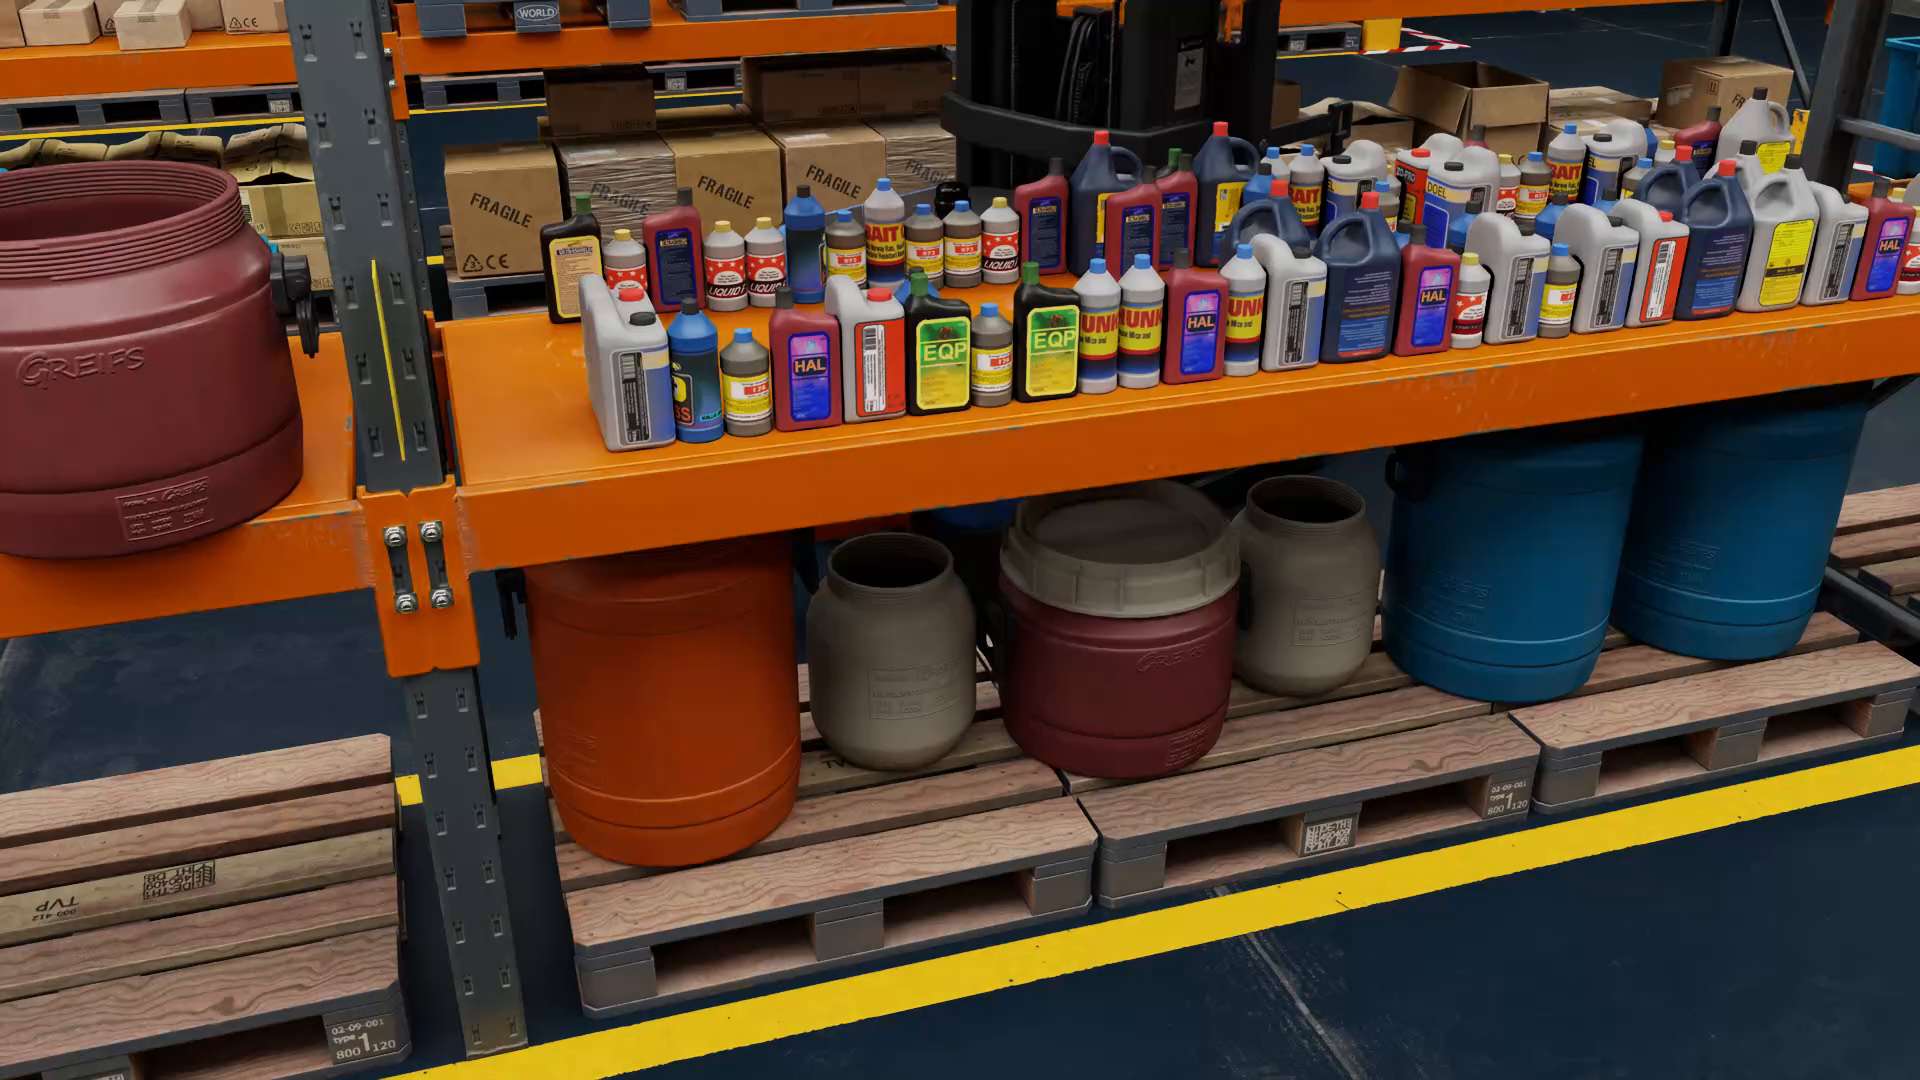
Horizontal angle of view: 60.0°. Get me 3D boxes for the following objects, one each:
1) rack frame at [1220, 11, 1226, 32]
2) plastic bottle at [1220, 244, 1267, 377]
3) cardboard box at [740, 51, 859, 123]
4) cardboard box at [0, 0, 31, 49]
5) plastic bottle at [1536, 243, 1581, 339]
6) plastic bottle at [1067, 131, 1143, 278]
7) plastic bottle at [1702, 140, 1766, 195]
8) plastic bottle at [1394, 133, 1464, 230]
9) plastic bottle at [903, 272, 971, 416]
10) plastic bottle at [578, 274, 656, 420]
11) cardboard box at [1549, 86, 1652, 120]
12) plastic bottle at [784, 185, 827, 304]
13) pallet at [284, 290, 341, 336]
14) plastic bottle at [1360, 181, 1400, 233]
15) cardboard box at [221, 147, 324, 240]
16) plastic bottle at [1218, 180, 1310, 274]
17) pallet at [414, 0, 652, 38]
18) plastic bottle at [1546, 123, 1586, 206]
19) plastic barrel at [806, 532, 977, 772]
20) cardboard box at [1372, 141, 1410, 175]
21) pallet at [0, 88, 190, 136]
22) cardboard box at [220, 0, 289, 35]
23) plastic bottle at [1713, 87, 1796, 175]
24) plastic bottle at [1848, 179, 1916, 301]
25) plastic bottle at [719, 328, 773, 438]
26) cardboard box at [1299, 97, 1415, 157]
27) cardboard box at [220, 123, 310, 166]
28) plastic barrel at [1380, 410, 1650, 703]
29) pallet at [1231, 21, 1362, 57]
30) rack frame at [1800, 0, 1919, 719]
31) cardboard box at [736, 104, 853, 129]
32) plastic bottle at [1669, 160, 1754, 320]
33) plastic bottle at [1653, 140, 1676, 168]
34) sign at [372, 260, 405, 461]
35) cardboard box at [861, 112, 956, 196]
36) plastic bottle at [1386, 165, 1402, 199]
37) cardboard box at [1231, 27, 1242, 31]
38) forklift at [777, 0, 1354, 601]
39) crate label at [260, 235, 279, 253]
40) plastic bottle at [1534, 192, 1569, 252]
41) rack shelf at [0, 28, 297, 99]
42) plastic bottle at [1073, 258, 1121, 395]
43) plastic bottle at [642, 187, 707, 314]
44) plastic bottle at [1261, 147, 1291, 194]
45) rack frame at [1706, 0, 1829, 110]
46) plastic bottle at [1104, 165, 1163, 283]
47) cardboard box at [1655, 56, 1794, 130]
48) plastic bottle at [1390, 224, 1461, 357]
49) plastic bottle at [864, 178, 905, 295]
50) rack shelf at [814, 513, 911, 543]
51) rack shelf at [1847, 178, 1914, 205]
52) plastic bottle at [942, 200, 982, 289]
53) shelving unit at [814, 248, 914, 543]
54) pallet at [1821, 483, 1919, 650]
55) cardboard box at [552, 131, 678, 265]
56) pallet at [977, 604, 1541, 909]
[{"bbox_3d":[1.135,-3.104,8.629,0.127,3.000,1.000,-8,28,-16],"label":"rack frame"},{"bbox_3d":[0.590,-0.487,3.503,0.097,0.271,0.097,0,26,0],"label":"plastic bottle"},{"bbox_3d":[-0.828,-2.347,8.577,0.500,0.250,0.500,-9,28,-17],"label":"cardboard box"},{"bbox_3d":[-4.259,-2.360,7.018,0.500,0.500,0.500,-10,28,-19],"label":"cardboard box"},{"bbox_3d":[1.334,-0.563,3.735,0.097,0.201,0.097,0,26,0],"label":"plastic bottle"},{"bbox_3d":[0.366,-0.834,4.112,0.185,0.351,0.144,-8,28,-16],"label":"plastic bottle"},{"bbox_3d":[1.848,-0.783,4.010,0.185,0.351,0.144,-8,28,-16],"label":"plastic bottle"},{"bbox_3d":[1.227,-0.924,4.376,0.135,0.276,0.152,-8,28,-16],"label":"plastic bottle"},{"bbox_3d":[-0.045,-0.392,3.297,0.133,0.283,0.061,-8,28,-16],"label":"plastic bottle"},{"bbox_3d":[-0.674,-0.390,3.302,0.135,0.276,0.152,-8,28,-16],"label":"plastic bottle"},{"bbox_3d":[3.858,-2.597,10.204,0.500,0.250,0.500,-8,28,-16],"label":"cardboard box"},{"bbox_3d":[-0.366,-0.704,3.939,0.097,0.271,0.097,0,26,0],"label":"plastic bottle"},{"bbox_3d":[-3.463,-1.207,7.945,1.213,0.211,1.003,-8,28,-16],"label":"pallet"},{"bbox_3d":[1.063,-0.808,4.228,0.097,0.201,0.097,0,26,0],"label":"plastic bottle"},{"bbox_3d":[-3.090,-1.585,7.558,0.500,0.311,0.500,-8,27,-15],"label":"cardboard box"},{"bbox_3d":[0.670,-0.616,3.674,0.185,0.351,0.144,-8,28,-16],"label":"plastic bottle"},{"bbox_3d":[-2.046,-2.590,7.810,1.003,0.211,1.213,-8,28,-16],"label":"pallet"},{"bbox_3d":[1.641,-0.994,4.524,0.097,0.271,0.097,0,26,0],"label":"plastic bottle"},{"bbox_3d":[-0.169,0.278,4.143,0.421,0.512,0.421,0,26,0],"label":"plastic barrel"},{"bbox_3d":[2.421,-2.122,9.342,0.250,0.166,0.380,-8,28,-16],"label":"cardboard box"},{"bbox_3d":[-6.107,-3.125,11.807,1.213,0.211,1.003,-8,28,-16],"label":"pallet"},{"bbox_3d":[-3.028,-2.482,7.476,0.500,0.311,0.500,-7,27,-13],"label":"cardboard box"},{"bbox_3d":[2.192,-1.070,4.588,0.185,0.351,0.144,-8,28,-16],"label":"plastic bottle"},{"bbox_3d":[2.185,-0.715,3.948,0.133,0.283,0.061,-8,28,-16],"label":"plastic bottle"},{"bbox_3d":[-0.415,-0.310,3.225,0.097,0.201,0.097,0,26,0],"label":"plastic bottle"},{"bbox_3d":[2.302,-2.399,9.737,0.500,0.311,0.500,-8,28,-16],"label":"cardboard box"},{"bbox_3d":[-3.257,-1.813,8.018,0.500,0.311,0.500,-7,27,-14],"label":"cardboard box"},{"bbox_3d":[1.470,-0.092,4.450,0.708,0.901,0.600,-8,28,-16],"label":"plastic barrel"},{"bbox_3d":[2.665,-4.357,14.288,1.213,0.211,1.003,-8,28,-16],"label":"pallet"},{"bbox_3d":[2.665,-1.009,4.410,0.127,3.000,1.000,-8,28,-16],"label":"rack frame"},{"bbox_3d":[-0.863,-2.005,8.731,0.500,0.500,0.500,-9,28,-18],"label":"cardboard box"},{"bbox_3d":[1.717,-0.697,3.836,0.185,0.351,0.144,-8,28,-16],"label":"plastic bottle"},{"bbox_3d":[1.954,-1.008,4.631,0.097,0.201,0.097,0,26,0],"label":"plastic bottle"},{"bbox_3d":[-0.961,-0.300,2.797,0.005,0.325,0.100,-8,28,-16],"label":"sign"},{"bbox_3d":[-0.195,-1.859,8.438,0.500,0.500,0.500,-8,27,-15],"label":"cardboard box"},{"bbox_3d":[1.108,-0.886,4.384,0.097,0.201,0.097,0,26,0],"label":"plastic bottle"},{"bbox_3d":[2.290,-4.610,14.001,0.500,0.500,0.700,-8,28,-16],"label":"cardboard box"},{"bbox_3d":[0.777,-1.673,5.824,3.031,2.935,1.130,-23,35,-39],"label":"forklift"},{"bbox_3d":[-1.655,-0.484,3.540,0.416,0.233,0.303,-8,28,-16],"label":"crate label"},{"bbox_3d":[1.380,-0.673,3.876,0.097,0.271,0.097,0,26,0],"label":"plastic bottle"},{"bbox_3d":[-4.570,-1.956,7.125,4.000,0.370,1.077,-8,28,-16],"label":"rack shelf"},{"bbox_3d":[0.278,-0.442,3.412,0.097,0.271,0.097,0,26,0],"label":"plastic bottle"},{"bbox_3d":[-0.666,-0.674,3.866,0.133,0.283,0.061,-8,28,-16],"label":"plastic bottle"},{"bbox_3d":[0.795,-0.872,4.277,0.097,0.271,0.097,0,26,0],"label":"plastic bottle"},{"bbox_3d":[4.938,-3.655,9.739,0.127,3.000,1.000,-8,28,-16],"label":"rack frame"},{"bbox_3d":[0.422,-0.764,4.047,0.133,0.283,0.061,-8,28,-16],"label":"plastic bottle"},{"bbox_3d":[4.498,-2.553,9.836,0.500,0.500,0.500,-8,28,-16],"label":"cardboard box"},{"bbox_3d":[1.010,-0.545,3.605,0.133,0.283,0.061,-8,28,-16],"label":"plastic bottle"},{"bbox_3d":[-0.180,-0.730,3.993,0.097,0.271,0.097,0,26,0],"label":"plastic bottle"},{"bbox_3d":[-0.420,-0.053,5.105,0.480,0.148,0.258,-11,29,-22],"label":"rack shelf"},{"bbox_3d":[4.567,-0.962,5.124,4.000,0.370,1.077,-8,28,-16],"label":"rack shelf"},{"bbox_3d":[0.005,-0.726,4.062,0.097,0.201,0.097,0,26,0],"label":"plastic bottle"},{"bbox_3d":[-0.420,-0.291,4.986,0.503,1.200,0.258,-11,29,-22],"label":"shelving unit"},{"bbox_3d":[3.353,0.122,5.267,1.213,0.211,1.003,-8,28,-16],"label":"pallet"},{"bbox_3d":[-1.651,-1.647,8.011,0.500,0.500,0.500,-9,28,-18],"label":"cardboard box"},{"bbox_3d":[0.757,0.498,4.509,1.213,0.211,1.003,-8,28,-16],"label":"pallet"}]
